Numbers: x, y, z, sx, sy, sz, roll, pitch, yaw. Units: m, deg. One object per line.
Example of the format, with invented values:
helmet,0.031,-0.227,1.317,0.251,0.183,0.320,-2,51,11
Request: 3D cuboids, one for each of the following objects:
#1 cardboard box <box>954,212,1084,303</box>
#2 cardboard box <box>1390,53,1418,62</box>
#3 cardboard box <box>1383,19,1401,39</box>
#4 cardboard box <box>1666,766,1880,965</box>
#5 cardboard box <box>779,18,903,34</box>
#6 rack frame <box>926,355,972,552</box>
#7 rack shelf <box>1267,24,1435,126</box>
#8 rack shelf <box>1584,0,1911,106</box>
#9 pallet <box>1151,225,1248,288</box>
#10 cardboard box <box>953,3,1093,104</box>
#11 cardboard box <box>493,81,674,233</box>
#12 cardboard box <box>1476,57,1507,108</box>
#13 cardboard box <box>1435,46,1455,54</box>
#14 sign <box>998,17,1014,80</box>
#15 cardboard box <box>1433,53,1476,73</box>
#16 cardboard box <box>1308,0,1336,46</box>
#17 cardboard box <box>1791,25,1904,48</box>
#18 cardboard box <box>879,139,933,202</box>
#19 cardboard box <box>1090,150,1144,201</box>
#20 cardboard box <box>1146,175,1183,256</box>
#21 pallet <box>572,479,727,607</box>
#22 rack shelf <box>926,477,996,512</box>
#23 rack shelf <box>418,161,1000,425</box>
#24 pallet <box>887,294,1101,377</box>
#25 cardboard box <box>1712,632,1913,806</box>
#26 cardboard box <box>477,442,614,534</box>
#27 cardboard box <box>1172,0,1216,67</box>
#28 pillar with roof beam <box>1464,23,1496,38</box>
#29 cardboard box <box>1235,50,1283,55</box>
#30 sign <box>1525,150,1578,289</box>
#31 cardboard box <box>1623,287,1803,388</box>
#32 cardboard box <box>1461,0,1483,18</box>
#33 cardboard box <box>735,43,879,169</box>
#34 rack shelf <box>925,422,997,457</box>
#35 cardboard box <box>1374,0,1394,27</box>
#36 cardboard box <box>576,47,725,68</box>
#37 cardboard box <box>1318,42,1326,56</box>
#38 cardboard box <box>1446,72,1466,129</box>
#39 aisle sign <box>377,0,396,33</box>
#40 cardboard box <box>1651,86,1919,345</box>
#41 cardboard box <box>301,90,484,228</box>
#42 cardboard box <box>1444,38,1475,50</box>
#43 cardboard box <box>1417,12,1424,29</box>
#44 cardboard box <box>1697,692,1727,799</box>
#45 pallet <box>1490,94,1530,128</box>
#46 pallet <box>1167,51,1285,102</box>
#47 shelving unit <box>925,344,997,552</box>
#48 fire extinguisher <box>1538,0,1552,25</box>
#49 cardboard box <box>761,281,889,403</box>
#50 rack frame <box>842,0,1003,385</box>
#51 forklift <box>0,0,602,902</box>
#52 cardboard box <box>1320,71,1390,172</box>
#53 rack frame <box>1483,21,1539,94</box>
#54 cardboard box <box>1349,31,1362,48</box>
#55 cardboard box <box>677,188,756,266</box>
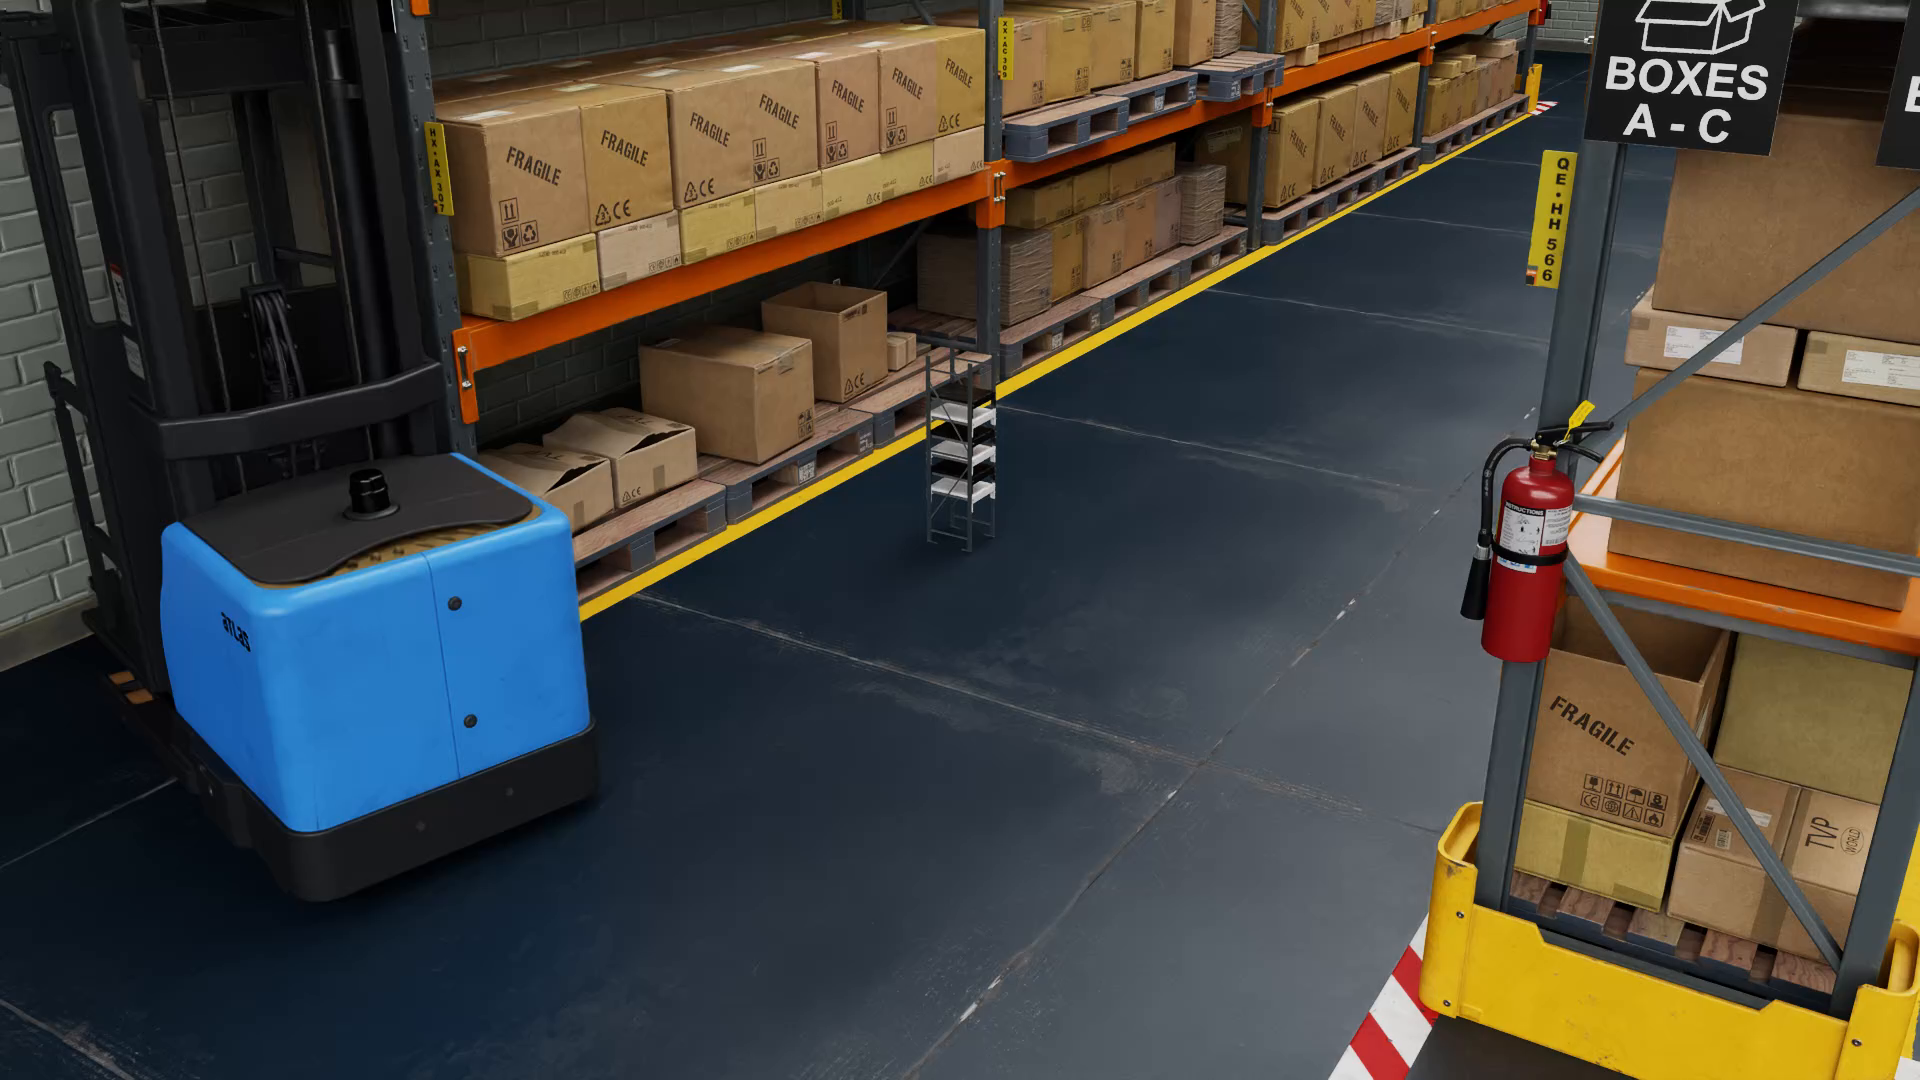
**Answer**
cardboard box,0.385,-1.886,10.923,0.700,0.500,0.500,13,27,28
cardboard box,4.652,-4.928,17.160,0.380,0.149,0.250,13,27,27
cardboard box,3.686,-4.545,14.764,0.380,0.149,0.250,14,27,29
cardboard box,2.354,0.928,4.764,0.500,0.250,0.500,14,27,29
cardboard box,-0.644,-2.564,9.116,0.500,0.500,0.500,13,27,28
rack frame,-0.049,-0.381,7.498,0.240,0.900,0.006,14,27,29
rack shelf,2.946,-4.089,14.325,1.077,0.370,4.000,14,27,29
rack shelf,2.937,-1.729,5.097,1.077,0.370,4.000,14,27,29
pallet,1.478,-2.201,12.569,1.003,0.211,1.213,14,27,29
cardboard box,0.380,-2.994,10.210,0.700,0.500,0.500,17,29,34
cardboard box,-1.552,-1.591,6.870,0.500,0.500,0.500,14,27,29
cardboard box,5.563,-5.064,18.289,0.700,0.500,0.500,14,27,29
cardboard box,5.056,-5.186,17.755,0.380,0.149,0.250,14,27,29
sign,0.246,-2.680,9.076,0.100,0.325,0.005,14,27,29
cardboard box,5.094,-4.922,17.145,0.380,0.149,0.250,13,27,27
cardboard box,2.649,-4.221,13.199,0.500,0.500,0.500,15,28,31
cardboard box,2.969,-1.339,5.309,0.700,0.500,0.500,14,27,29
cardboard box,-0.481,-1.945,8.630,0.500,0.250,0.500,14,27,29
cardboard box,0.935,-2.535,11.479,0.500,0.250,0.500,14,27,29
cardboard box,1.185,-2.396,12.101,0.700,0.500,0.500,14,27,29
pallet,-1.830,-0.057,7.616,1.003,0.211,1.213,14,27,29
rack shelf,0.004,-0.220,7.662,0.258,0.077,0.200,14,27,29
rack shelf,-1.274,-1.389,8.088,1.077,0.370,4.000,14,27,29
pallet,0.191,-1.378,10.666,1.003,0.211,1.213,14,27,29
cardboard box,2.616,0.414,5.006,0.500,0.500,0.500,14,27,29
cardboard box,-1.887,-0.227,7.329,0.500,0.311,0.500,11,26,23
cardboard box,1.380,-3.637,11.696,0.700,0.500,0.500,11,26,24
pillar with roof beam,10.458,-9.388,18.108,9.100,9.000,0.400,14,27,29
cardboard box,2.262,-3.701,12.814,0.380,0.149,0.250,13,27,28
sign,1.428,-0.766,3.987,0.100,0.325,0.005,14,27,29
cardboard box,1.922,-0.520,4.232,0.380,0.149,0.250,13,27,28
cardboard box,4.691,-5.657,16.664,0.980,0.700,0.700,13,27,28
cardboard box,-0.738,-2.117,8.084,0.500,0.500,0.500,13,27,27
rack shelf,0.004,-0.468,7.555,0.258,0.077,0.200,14,27,29
cardboard box,3.439,-4.735,14.387,0.500,0.500,0.500,14,27,29
cardboard box,-1.452,-2.045,7.919,0.500,0.500,0.500,14,27,30
cardboard box,2.772,-4.056,13.634,0.380,0.149,0.250,15,27,30
cardboard box,4.751,-4.540,17.078,0.700,0.500,0.500,14,27,28
aisle sign,-2.112,-2.150,5.668,0.394,0.787,0.004,14,27,29
cardboard box,2.167,-0.821,4.112,0.700,0.500,0.500,14,27,29
cardboard box,-2.260,-1.532,6.733,0.500,0.500,0.500,14,27,28
cardboard box,5.457,-5.443,18.349,0.380,0.149,0.250,14,27,29
cardboard box,4.064,-4.815,15.387,0.380,0.149,0.250,14,27,29
cardboard box,2.167,0.648,5.411,0.500,0.250,0.500,14,27,29
pallet,5.756,-4.878,18.753,1.003,0.211,1.213,14,27,29
pallet,1.606,-3.393,12.054,1.213,0.211,1.003,14,27,29
shelving unit,0.004,-0.416,7.578,0.258,0.900,0.210,14,27,29
fire extinguisher,6.583,-6.192,18.844,0.296,0.674,0.183,14,27,29
cardboard box,-0.732,-1.090,9.085,0.500,0.500,0.500,12,26,25
rack frame,-0.219,-2.394,9.505,1.000,3.000,0.127,14,27,29
forklift,-2.576,-0.751,5.796,1.130,2.935,3.031,-20,30,-38
cardboard box,3.303,-3.753,14.821,0.750,0.750,0.750,15,27,31
rack frame,6.111,-6.444,18.860,1.000,3.000,0.127,14,27,29
cardboard box,3.206,-4.308,14.216,0.380,0.149,0.250,15,27,31
cardboard box,-1.266,-1.432,7.445,0.500,0.250,0.500,13,27,28
